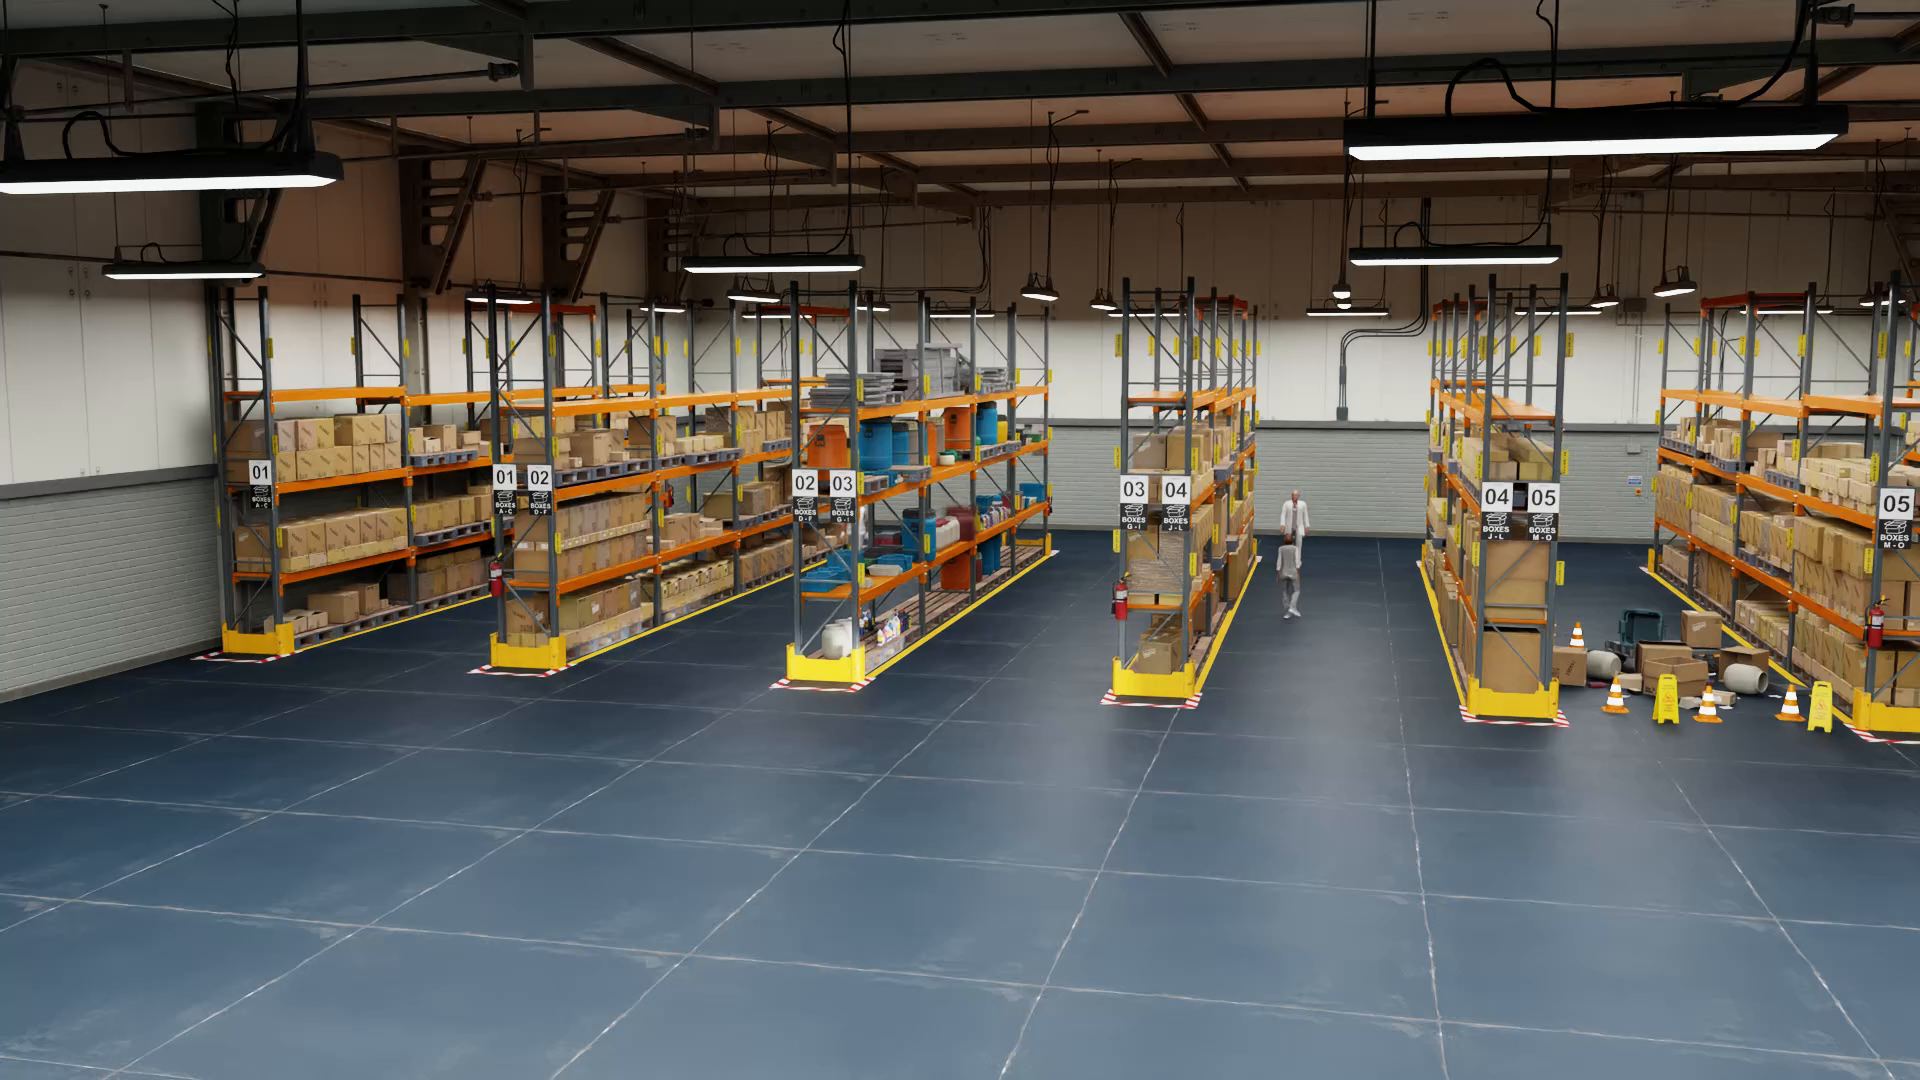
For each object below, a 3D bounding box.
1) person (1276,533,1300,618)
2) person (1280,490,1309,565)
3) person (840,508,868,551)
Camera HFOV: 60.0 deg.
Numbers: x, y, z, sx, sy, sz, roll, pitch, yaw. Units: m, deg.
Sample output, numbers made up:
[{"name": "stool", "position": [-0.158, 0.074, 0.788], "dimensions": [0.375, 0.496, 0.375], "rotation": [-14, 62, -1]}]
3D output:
[{"name": "person", "position": [6.106, 0.676, 30.890], "dimensions": [0.462, 1.587, 0.480], "rotation": [2, 7, 13]}, {"name": "person", "position": [7.781, -0.207, 38.651], "dimensions": [0.684, 1.519, 1.170], "rotation": [1, 7, 9]}, {"name": "person", "position": [-2.352, -0.130, 37.052], "dimensions": [0.563, 1.721, 1.069], "rotation": [2, 7, 16]}]
